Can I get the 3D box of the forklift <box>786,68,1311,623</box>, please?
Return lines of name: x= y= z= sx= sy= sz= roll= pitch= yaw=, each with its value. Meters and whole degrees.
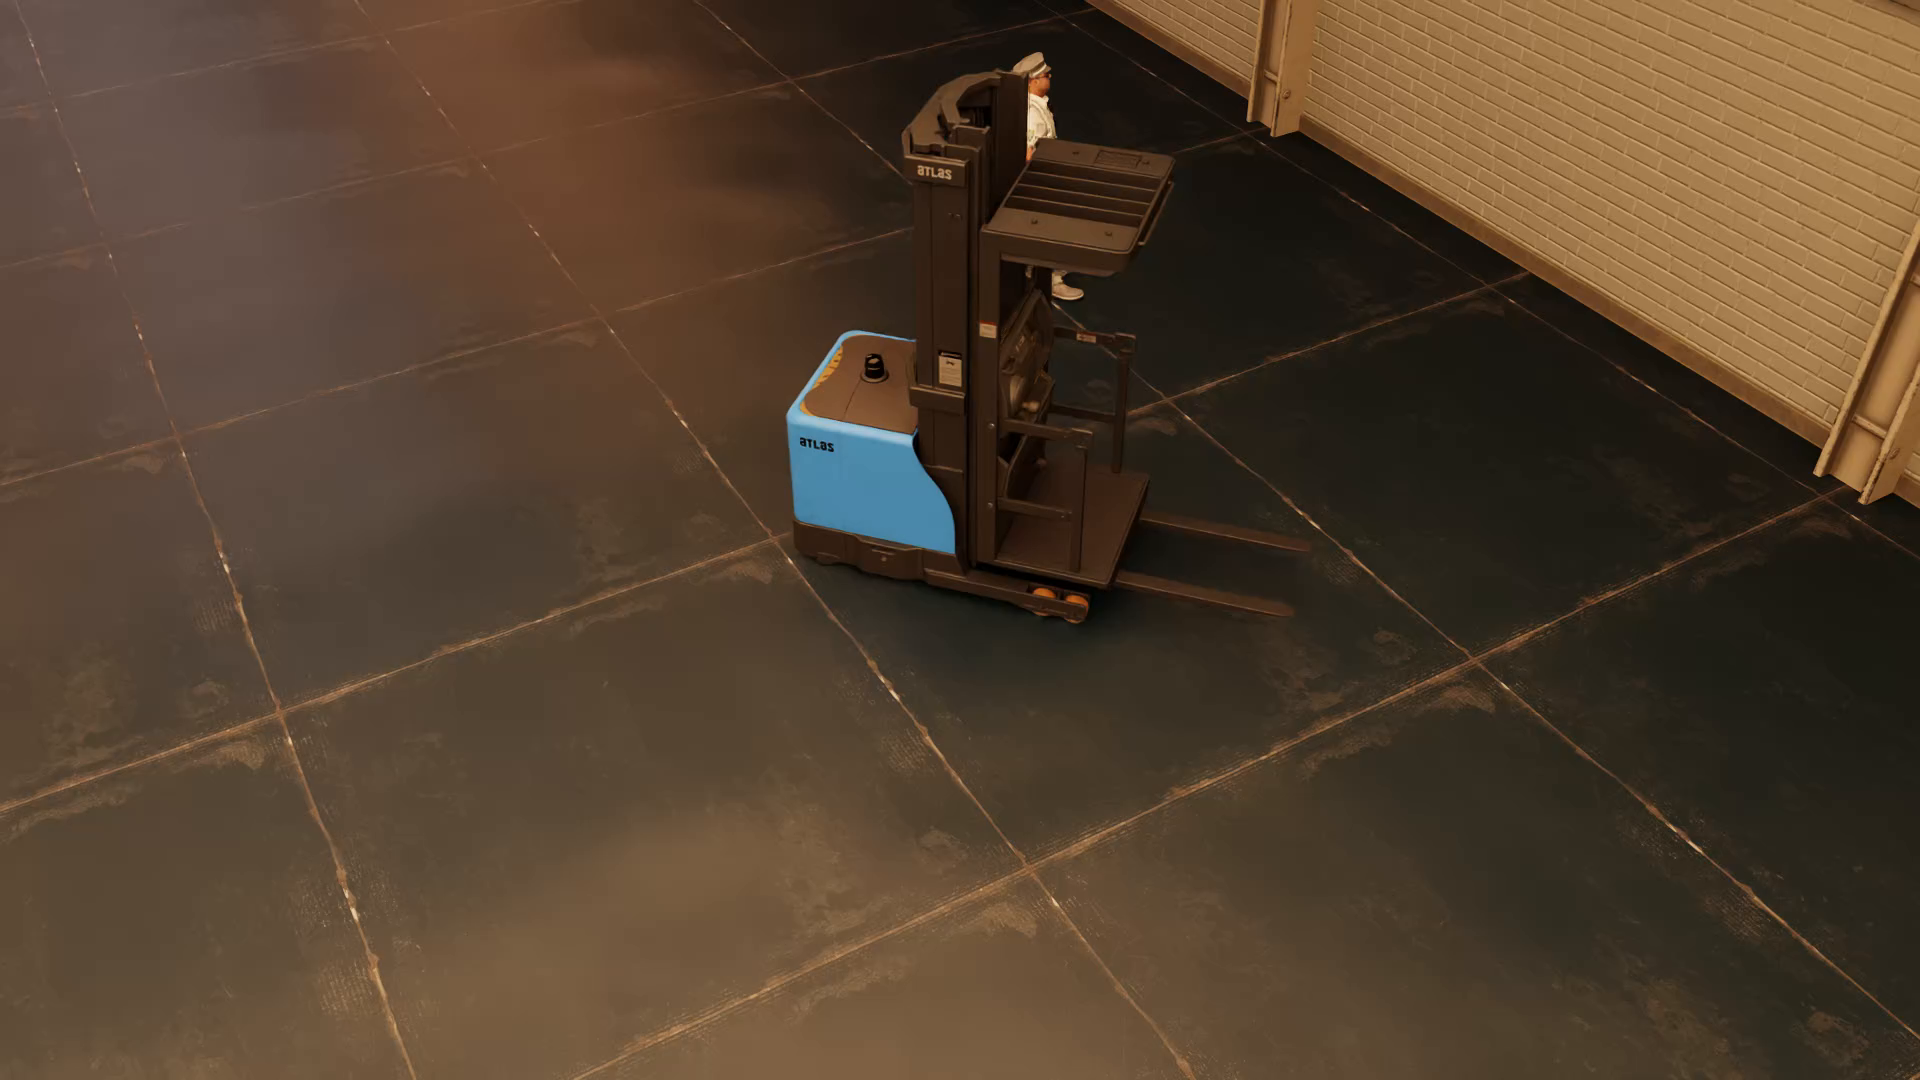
forklift: x=0.558 y=-1.024 z=9.271 sx=3.031 sy=2.935 sz=1.130 roll=12 pitch=41 yaw=14

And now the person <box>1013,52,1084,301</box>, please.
person: x=0.647 y=-2.681 z=12.157 sx=0.577 sy=1.781 sz=0.638 roll=0 pitch=40 yaw=1
